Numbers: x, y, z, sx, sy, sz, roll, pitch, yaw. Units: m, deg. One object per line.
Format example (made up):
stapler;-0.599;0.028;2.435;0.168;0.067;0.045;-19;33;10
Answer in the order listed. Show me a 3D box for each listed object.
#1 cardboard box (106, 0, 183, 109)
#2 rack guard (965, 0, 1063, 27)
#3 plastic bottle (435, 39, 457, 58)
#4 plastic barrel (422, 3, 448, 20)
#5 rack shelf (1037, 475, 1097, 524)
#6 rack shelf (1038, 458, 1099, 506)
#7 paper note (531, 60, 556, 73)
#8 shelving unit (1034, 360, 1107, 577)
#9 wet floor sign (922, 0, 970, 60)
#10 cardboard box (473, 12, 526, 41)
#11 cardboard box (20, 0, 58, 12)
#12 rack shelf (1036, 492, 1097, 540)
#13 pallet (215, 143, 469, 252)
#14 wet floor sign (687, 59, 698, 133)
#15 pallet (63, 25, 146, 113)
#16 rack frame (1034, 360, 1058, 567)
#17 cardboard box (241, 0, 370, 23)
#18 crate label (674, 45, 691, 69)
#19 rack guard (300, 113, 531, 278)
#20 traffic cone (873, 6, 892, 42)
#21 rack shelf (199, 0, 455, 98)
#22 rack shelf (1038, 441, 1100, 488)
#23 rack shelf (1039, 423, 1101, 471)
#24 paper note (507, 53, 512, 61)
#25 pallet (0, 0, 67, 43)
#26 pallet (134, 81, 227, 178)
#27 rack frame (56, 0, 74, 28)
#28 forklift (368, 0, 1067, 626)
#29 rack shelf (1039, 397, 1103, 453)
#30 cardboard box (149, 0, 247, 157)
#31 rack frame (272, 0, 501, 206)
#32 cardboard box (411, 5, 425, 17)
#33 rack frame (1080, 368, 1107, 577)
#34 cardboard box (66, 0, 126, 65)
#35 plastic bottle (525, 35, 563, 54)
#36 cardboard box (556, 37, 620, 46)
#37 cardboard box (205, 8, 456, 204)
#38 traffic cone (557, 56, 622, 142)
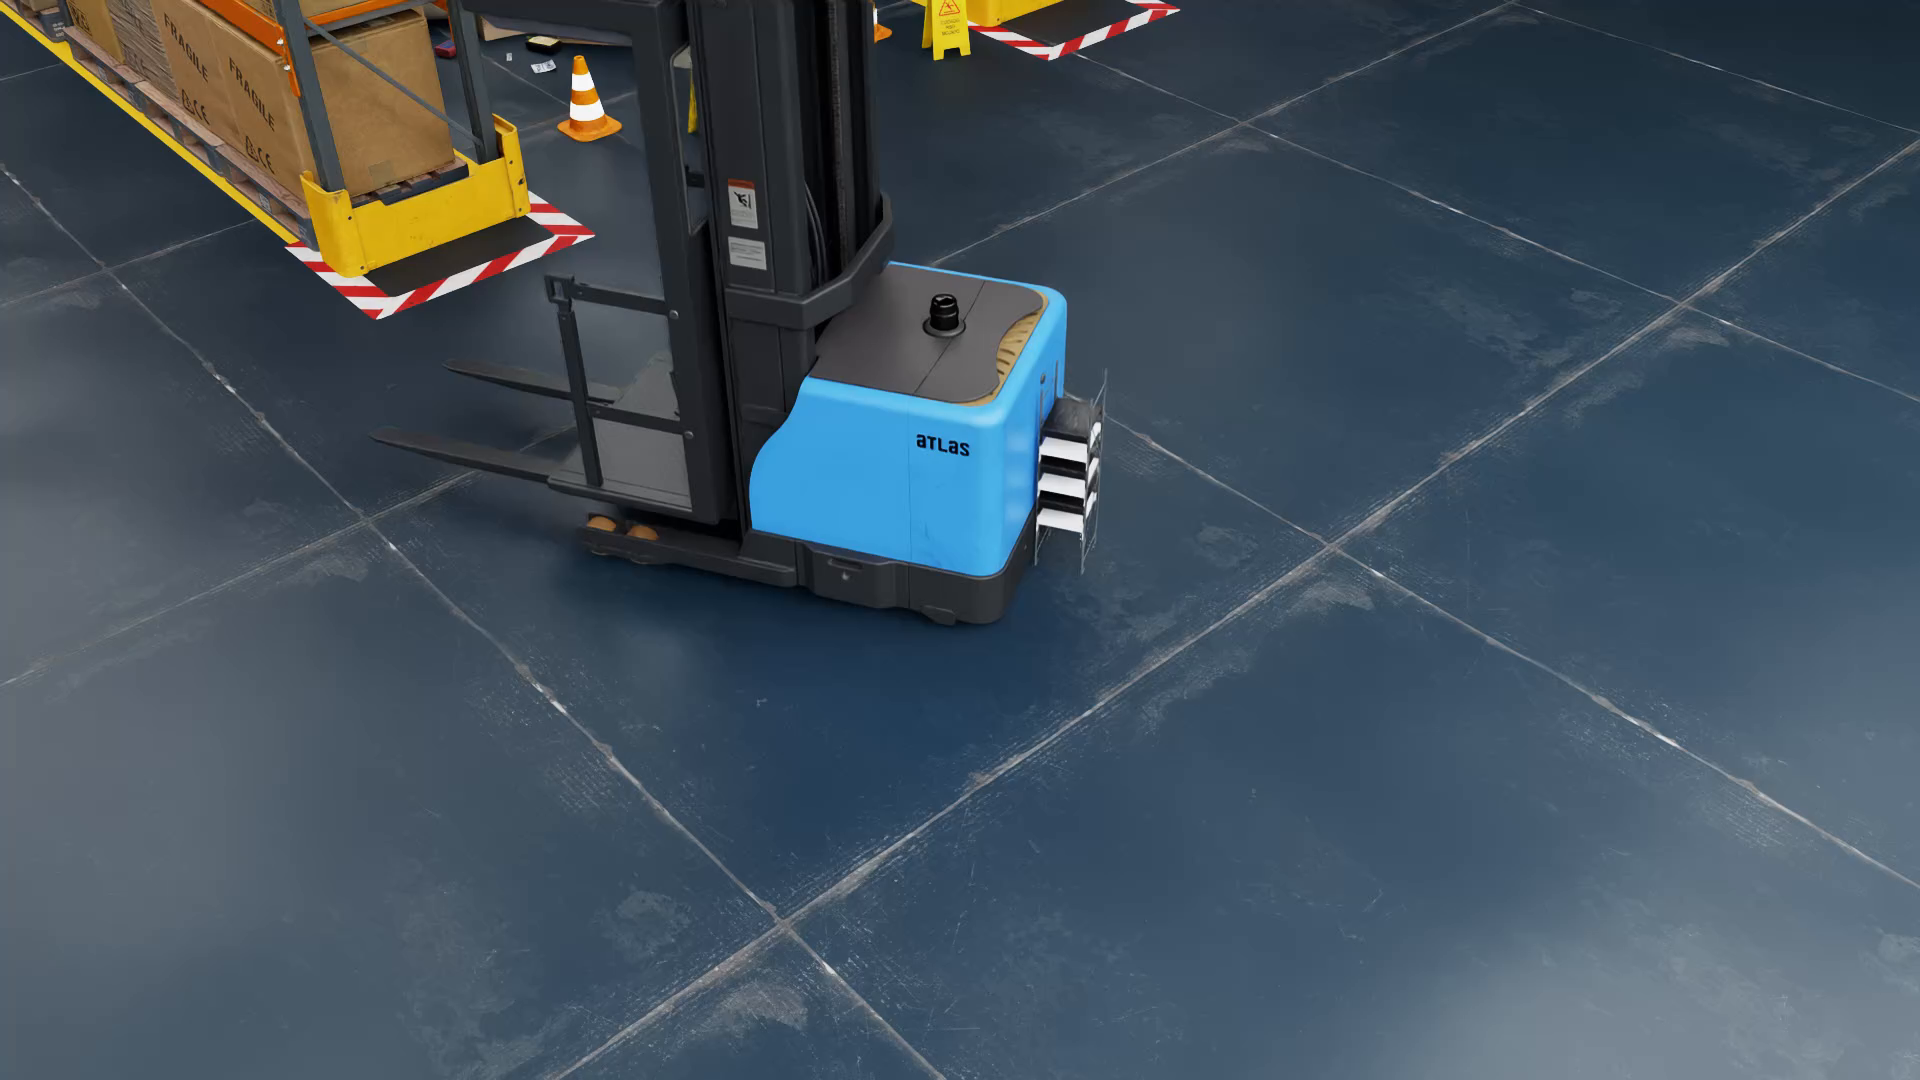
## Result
cardboard box;-4.734;-3.361;10.381;0.875;0.875;0.875;-30;47;-31
rack guard;0.512;-4.123;11.957;1.175;0.500;0.348;-30;48;-32
plastic bottle;-3.454;-3.389;11.398;0.133;0.061;0.283;18;42;21
plastic barrel;-3.823;-3.885;11.724;0.512;0.421;0.421;-2;39;-2
rack shelf;0.454;-0.191;6.966;0.200;0.077;0.258;12;40;14
rack shelf;0.454;-0.261;6.910;0.200;0.077;0.258;12;40;14
paper note;-2.796;-3.182;11.167;0.144;0.017;0.142;-15;41;-17
shelving unit;0.454;-0.287;6.889;0.210;0.900;0.258;12;40;14
wet floor sign;-0.097;-3.601;11.196;0.267;0.644;0.232;-15;41;-17
cardboard box;-3.201;-3.684;11.601;0.396;0.266;0.258;-22;44;-25
cardboard box;-6.206;-4.298;11.641;1.050;0.750;0.750;-30;48;-32
rack shelf;0.454;-0.121;7.023;0.200;0.077;0.258;12;40;14
pallet;-3.613;-2.162;9.758;1.003;0.211;1.213;-30;48;-32
wet floor sign;-1.537;-2.822;10.230;0.232;0.644;0.267;26;45;28
pallet;-5.263;-3.291;11.157;1.003;0.211;1.213;-30;48;-32
rack frame;0.357;-0.307;6.913;0.006;0.900;0.240;12;40;14
cardboard box;-3.299;-3.120;8.607;0.875;0.550;0.550;-30;48;-32
crate label;-1.843;-3.305;11.234;0.298;0.136;0.250;11;40;13
rack guard;-2.998;-1.926;9.237;1.175;0.500;0.348;-30;48;-32
traffic cone;-0.678;-3.724;11.492;0.336;0.463;0.334;-30;48;-32
rack shelf;-4.367;-3.555;9.837;1.077;0.370;4.000;-30;48;-32
rack shelf;0.454;-0.331;6.853;0.200;0.077;0.258;12;40;14
rack shelf;0.454;-0.401;6.797;0.200;0.077;0.258;12;40;14
paper note;-3.067;-3.287;11.312;0.032;0.001;0.123;-8;40;-10
pallet;-6.297;-4.001;12.036;1.003;0.211;1.213;-30;48;-32
pallet;-4.434;-2.726;10.457;1.003;0.211;1.213;-30;48;-32
rack frame;-5.720;-4.761;10.757;1.000;3.000;0.127;-30;48;-32
forklift;-1.121;-1.338;6.573;3.031;2.935;1.130;12;40;14
rack shelf;0.454;-0.471;6.740;0.200;0.077;0.258;12;40;14
cardboard box;-4.119;-2.938;9.858;0.875;0.875;0.875;-31;48;-32
rack frame;-3.015;-2.910;8.465;1.000;3.000;0.127;-30;48;-32
cardboard box;-3.914;-3.507;11.192;0.500;0.500;0.500;-22;44;-25
rack frame;0.550;-0.267;6.864;0.006;0.900;0.240;12;40;14
cardboard box;-5.346;-3.777;10.896;0.875;0.875;0.875;-29;47;-31
plastic bottle;-2.884;-3.406;11.419;0.283;0.061;0.133;18;42;21
cardboard box;-2.490;-3.826;11.586;0.637;0.503;0.797;5;39;6
cardboard box;-3.522;-2.532;9.355;0.875;0.875;0.875;-30;47;-32
traffic cone;-2.328;-2.772;10.314;0.336;0.463;0.334;-30;48;-32
